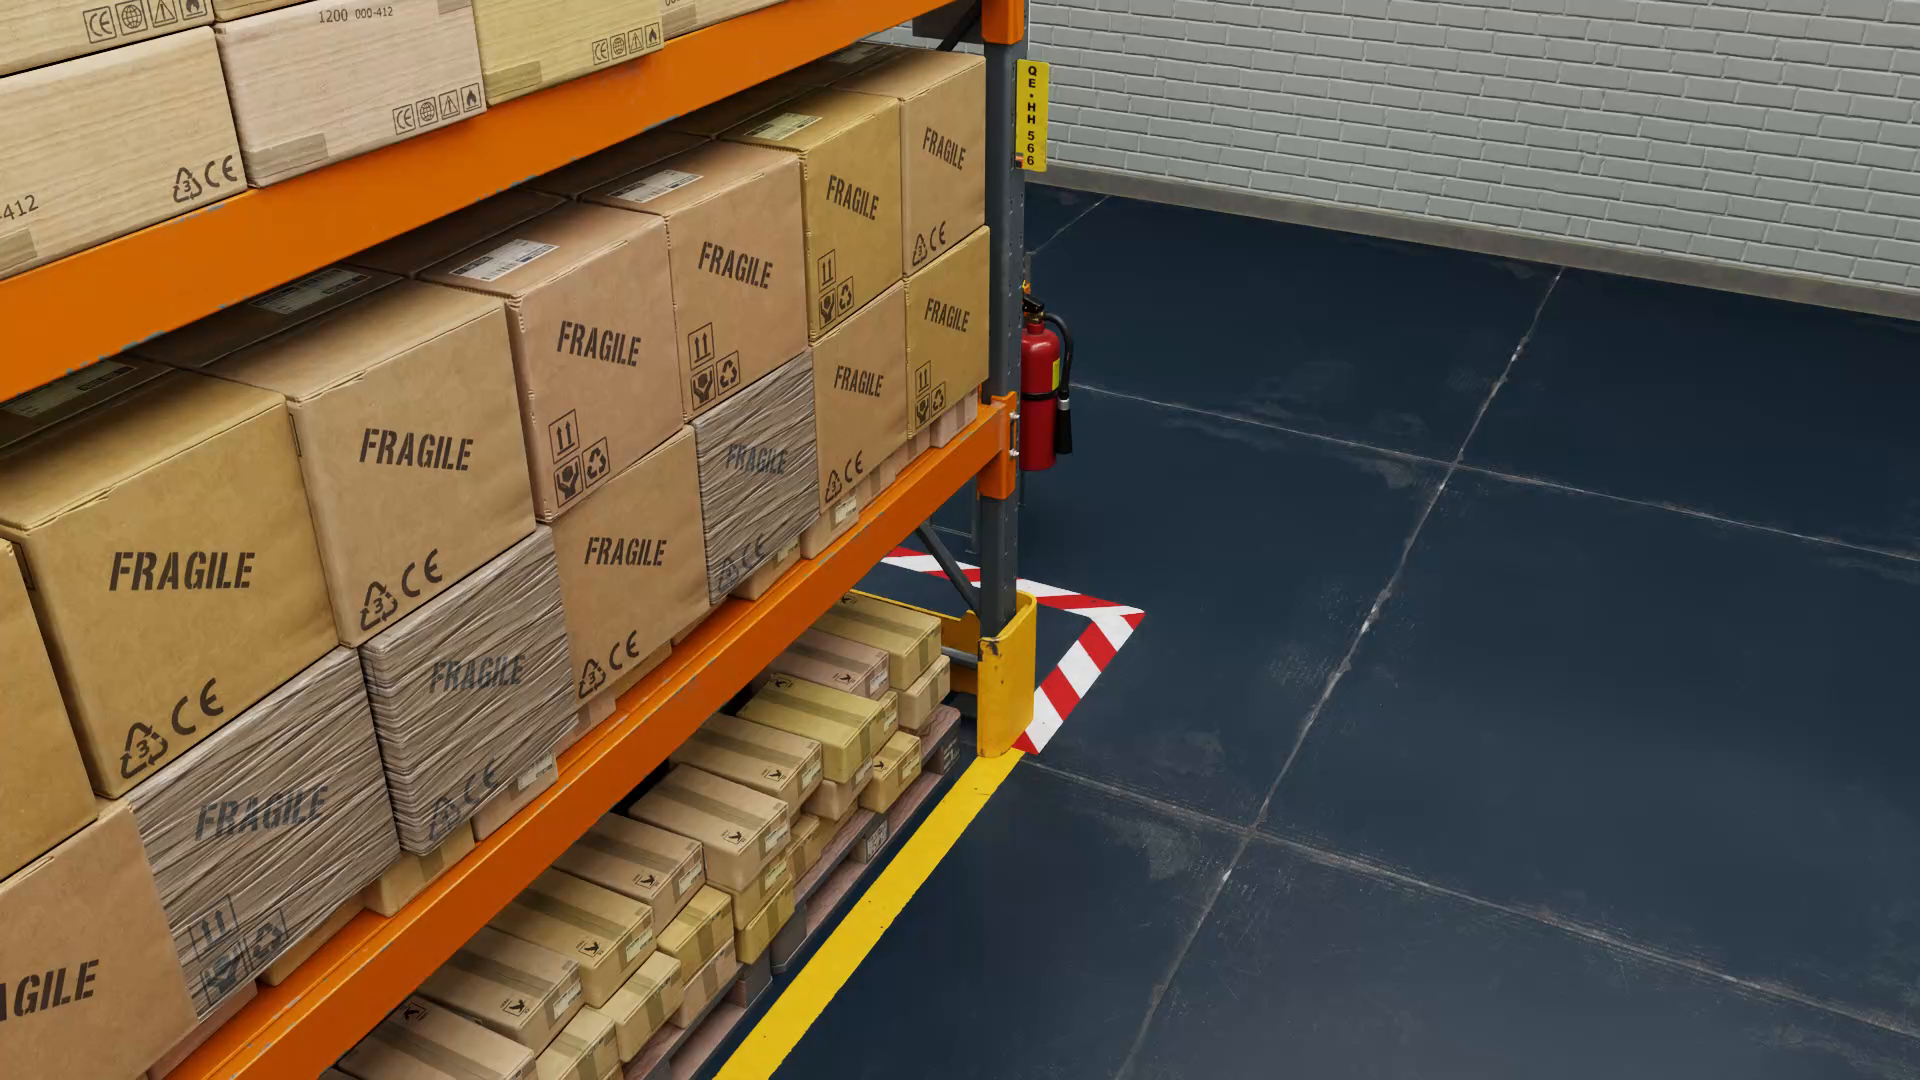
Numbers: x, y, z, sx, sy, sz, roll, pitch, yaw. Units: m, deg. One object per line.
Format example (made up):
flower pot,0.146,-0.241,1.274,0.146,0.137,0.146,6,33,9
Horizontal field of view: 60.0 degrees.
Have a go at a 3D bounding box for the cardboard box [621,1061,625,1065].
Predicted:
cardboard box,-1.034,1.263,4.480,0.380,0.149,0.250,15,33,25

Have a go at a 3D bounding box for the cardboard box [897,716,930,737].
cardboard box,-0.325,0.577,5.674,0.380,0.149,0.250,15,33,24

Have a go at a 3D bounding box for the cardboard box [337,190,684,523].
cardboard box,-0.955,-0.412,3.552,0.500,0.500,0.500,13,32,22

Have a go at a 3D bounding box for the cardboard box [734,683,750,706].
cardboard box,-0.913,0.450,5.596,0.380,0.149,0.250,14,33,23

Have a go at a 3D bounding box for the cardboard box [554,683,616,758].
cardboard box,-1.035,0.349,3.883,0.380,0.149,0.250,16,33,25

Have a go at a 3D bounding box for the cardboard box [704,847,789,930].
cardboard box,-0.716,0.929,4.762,0.380,0.149,0.250,15,33,24

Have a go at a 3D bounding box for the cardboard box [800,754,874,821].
cardboard box,-0.492,0.697,5.167,0.380,0.149,0.250,13,32,21

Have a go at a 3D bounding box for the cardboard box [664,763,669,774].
cardboard box,-0.948,0.702,5.456,0.380,0.149,0.250,15,33,24

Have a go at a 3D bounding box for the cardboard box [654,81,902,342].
cardboard box,-0.488,-0.880,4.367,0.500,0.500,0.500,13,32,22

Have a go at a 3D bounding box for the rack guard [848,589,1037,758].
rack guard,-0.305,0.360,6.121,1.175,0.500,0.348,14,33,23

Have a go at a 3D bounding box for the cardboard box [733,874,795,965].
cardboard box,-0.710,1.051,4.848,0.380,0.149,0.250,13,32,21

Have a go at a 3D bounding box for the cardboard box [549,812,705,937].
cardboard box,-0.923,0.896,4.520,0.380,0.149,0.250,13,32,22

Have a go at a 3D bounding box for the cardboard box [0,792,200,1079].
cardboard box,-1.643,0.681,2.653,0.500,0.500,0.500,14,33,22

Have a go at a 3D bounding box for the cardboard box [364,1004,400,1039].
cardboard box,-1.573,1.163,4.355,0.380,0.149,0.250,13,32,21

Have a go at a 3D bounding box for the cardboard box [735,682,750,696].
cardboard box,-0.830,0.343,5.484,0.380,0.149,0.250,15,33,24

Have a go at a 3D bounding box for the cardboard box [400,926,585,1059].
cardboard box,-1.164,1.119,4.132,0.380,0.149,0.250,13,32,21

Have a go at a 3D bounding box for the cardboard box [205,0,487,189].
cardboard box,-1.172,-0.816,2.798,0.500,0.250,0.500,16,33,25

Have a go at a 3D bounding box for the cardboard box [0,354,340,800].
cardboard box,-1.448,0.032,2.780,0.500,0.500,0.500,13,32,22

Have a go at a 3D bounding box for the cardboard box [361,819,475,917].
cardboard box,-1.244,0.596,3.453,0.380,0.149,0.250,15,33,24

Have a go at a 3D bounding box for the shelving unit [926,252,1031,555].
shelving unit,0.075,-0.594,7.079,0.258,1.200,0.503,14,33,23

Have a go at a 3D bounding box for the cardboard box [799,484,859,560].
cardboard box,-0.510,-0.105,4.674,0.380,0.149,0.250,15,33,25

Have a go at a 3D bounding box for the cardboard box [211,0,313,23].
cardboard box,-1.187,-1.036,2.678,0.500,0.250,0.500,15,33,24

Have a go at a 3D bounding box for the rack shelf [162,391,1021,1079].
rack shelf,-1.182,0.441,4.193,1.077,0.370,4.000,14,33,23

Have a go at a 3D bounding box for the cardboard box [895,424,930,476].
cardboard box,-0.314,-0.338,5.079,0.380,0.149,0.250,14,33,23

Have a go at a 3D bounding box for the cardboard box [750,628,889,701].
cardboard box,-0.452,0.429,5.335,0.380,0.149,0.250,15,33,24

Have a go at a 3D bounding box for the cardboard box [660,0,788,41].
cardboard box,-0.706,-1.287,3.618,0.500,0.250,0.500,16,33,25

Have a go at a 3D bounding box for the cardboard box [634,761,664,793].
cardboard box,-1.159,0.668,5.217,0.380,0.149,0.250,15,33,25

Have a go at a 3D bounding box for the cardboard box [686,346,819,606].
cardboard box,-0.708,-0.218,4.219,0.500,0.500,0.500,14,33,23

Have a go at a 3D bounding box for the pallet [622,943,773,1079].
pallet,-1.264,1.376,4.642,1.003,0.211,1.213,14,33,23

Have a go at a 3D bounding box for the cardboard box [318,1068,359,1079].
cardboard box,-1.403,1.353,3.725,0.380,0.149,0.250,13,32,22

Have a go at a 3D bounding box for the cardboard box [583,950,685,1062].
cardboard box,-0.951,1.167,4.348,0.380,0.149,0.250,15,33,24

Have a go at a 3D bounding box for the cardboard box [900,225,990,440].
cardboard box,-0.246,-0.672,5.010,0.500,0.500,0.500,15,33,24

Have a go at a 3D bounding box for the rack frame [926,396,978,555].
rack frame,-0.036,-0.486,6.891,0.240,1.200,0.015,14,33,23

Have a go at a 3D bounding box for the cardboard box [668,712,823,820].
cardboard box,-0.631,0.673,4.910,0.380,0.149,0.250,13,32,21

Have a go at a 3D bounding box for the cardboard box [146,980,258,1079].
cardboard box,-1.546,0.812,3.077,0.380,0.149,0.250,13,32,21

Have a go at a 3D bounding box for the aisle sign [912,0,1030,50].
aisle sign,0.030,-1.849,4.848,0.394,0.787,0.004,14,33,23

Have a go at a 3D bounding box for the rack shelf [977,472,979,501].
rack shelf,0.075,-0.363,7.211,0.258,0.148,0.480,14,33,23

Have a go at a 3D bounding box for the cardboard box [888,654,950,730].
cardboard box,-0.257,0.466,5.568,0.380,0.149,0.250,13,32,22

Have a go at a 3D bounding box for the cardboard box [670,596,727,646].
cardboard box,-0.833,0.111,4.297,0.380,0.149,0.250,13,32,21

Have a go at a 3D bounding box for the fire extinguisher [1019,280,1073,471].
fire extinguisher,0.255,-0.569,5.682,0.296,0.674,0.183,14,33,23

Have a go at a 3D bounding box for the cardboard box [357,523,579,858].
cardboard box,-1.162,0.245,3.413,0.500,0.500,0.500,14,33,22

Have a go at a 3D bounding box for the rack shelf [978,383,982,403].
rack shelf,0.075,-0.729,7.001,0.258,0.148,0.480,14,33,23

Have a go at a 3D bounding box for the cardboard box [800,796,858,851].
cardboard box,-0.549,0.812,5.266,0.380,0.149,0.250,14,33,23
